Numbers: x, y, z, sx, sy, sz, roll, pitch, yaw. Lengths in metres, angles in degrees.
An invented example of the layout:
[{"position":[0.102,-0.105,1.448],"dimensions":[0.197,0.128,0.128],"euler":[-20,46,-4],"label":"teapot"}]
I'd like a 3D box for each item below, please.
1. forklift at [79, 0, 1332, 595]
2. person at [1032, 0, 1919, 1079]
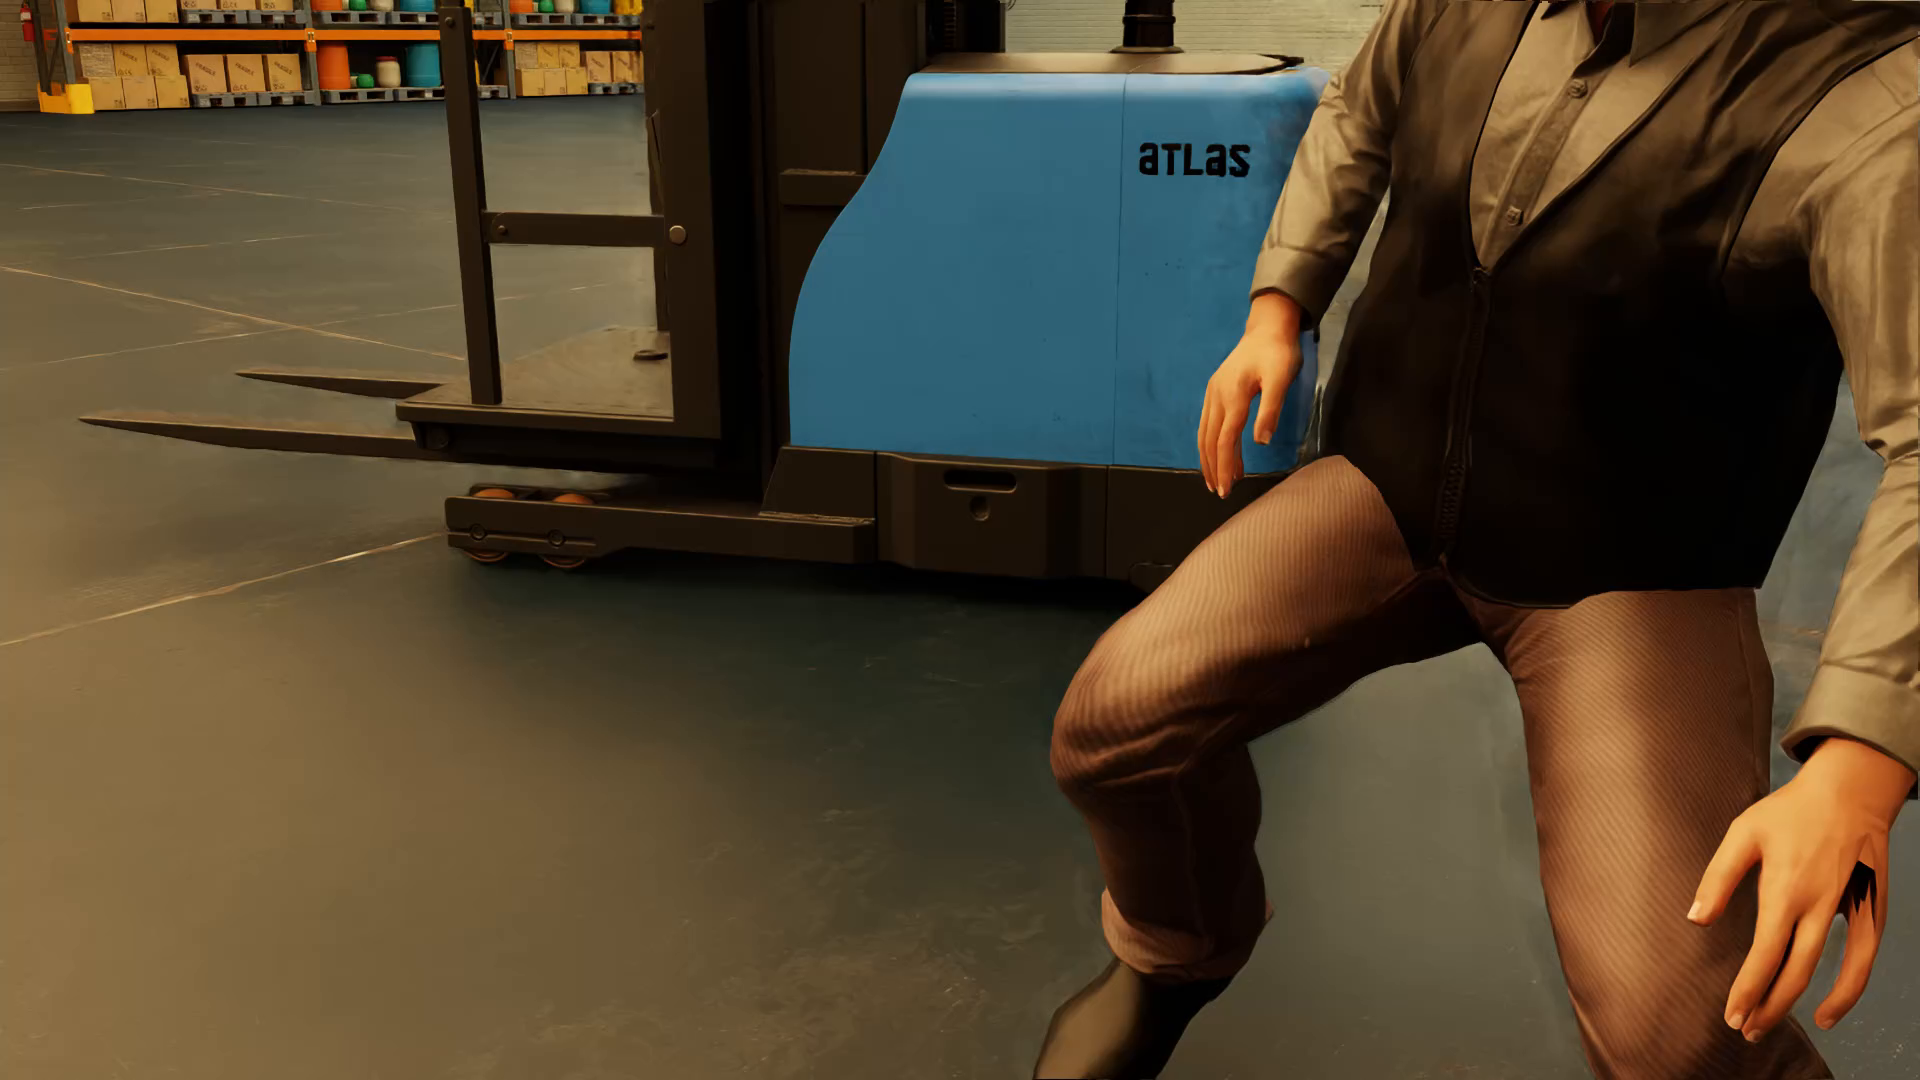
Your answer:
[{"position":[-0.672,-1.481,3.775],"dimensions":[3.031,2.935,1.130],"euler":[4,17,14],"label":"forklift"},{"position":[0.496,0.017,1.444],"dimensions":[0.830,1.501,0.667],"euler":[15,23,41],"label":"person"}]
